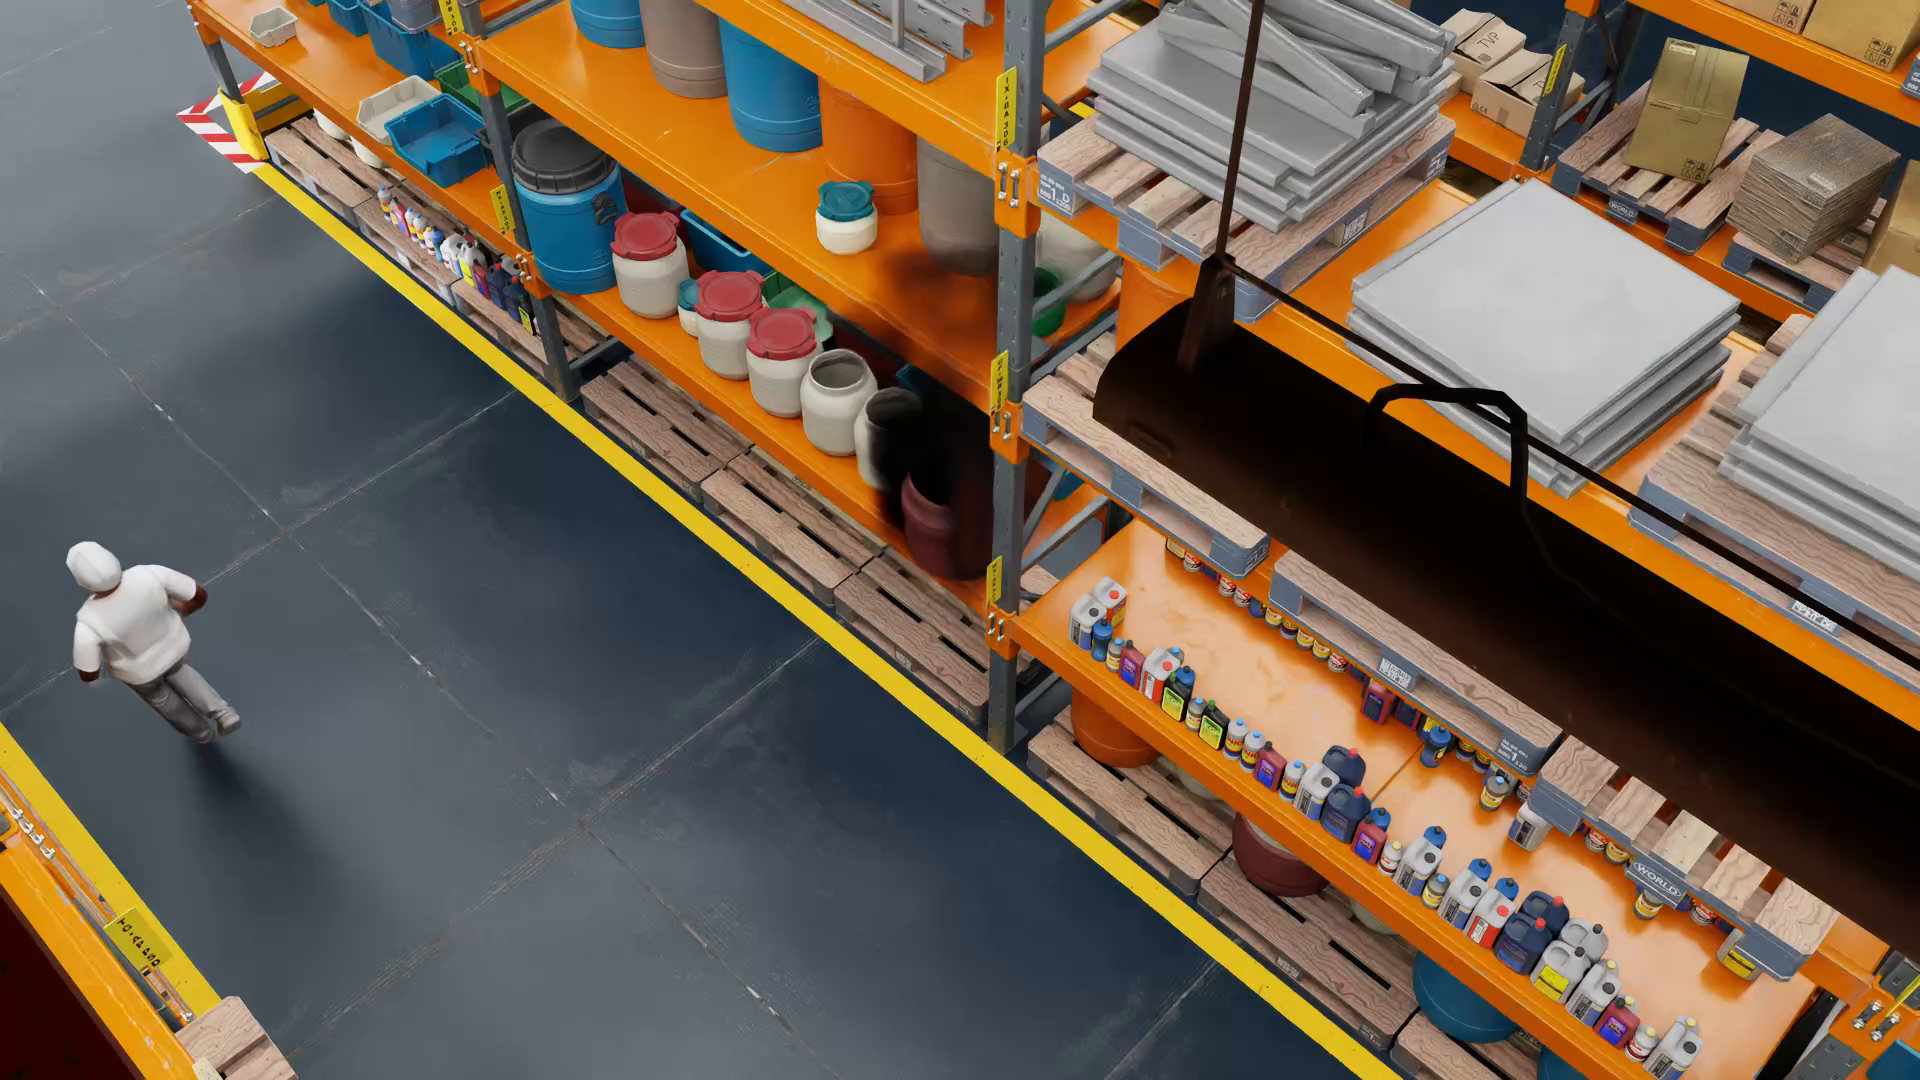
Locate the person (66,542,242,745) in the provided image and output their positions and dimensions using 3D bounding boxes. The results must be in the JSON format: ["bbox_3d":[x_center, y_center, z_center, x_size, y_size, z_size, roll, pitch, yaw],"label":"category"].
[{"bbox_3d":[-4.232,0.603,8.712,0.621,1.724,0.718,28,55,21],"label":"person"}]
